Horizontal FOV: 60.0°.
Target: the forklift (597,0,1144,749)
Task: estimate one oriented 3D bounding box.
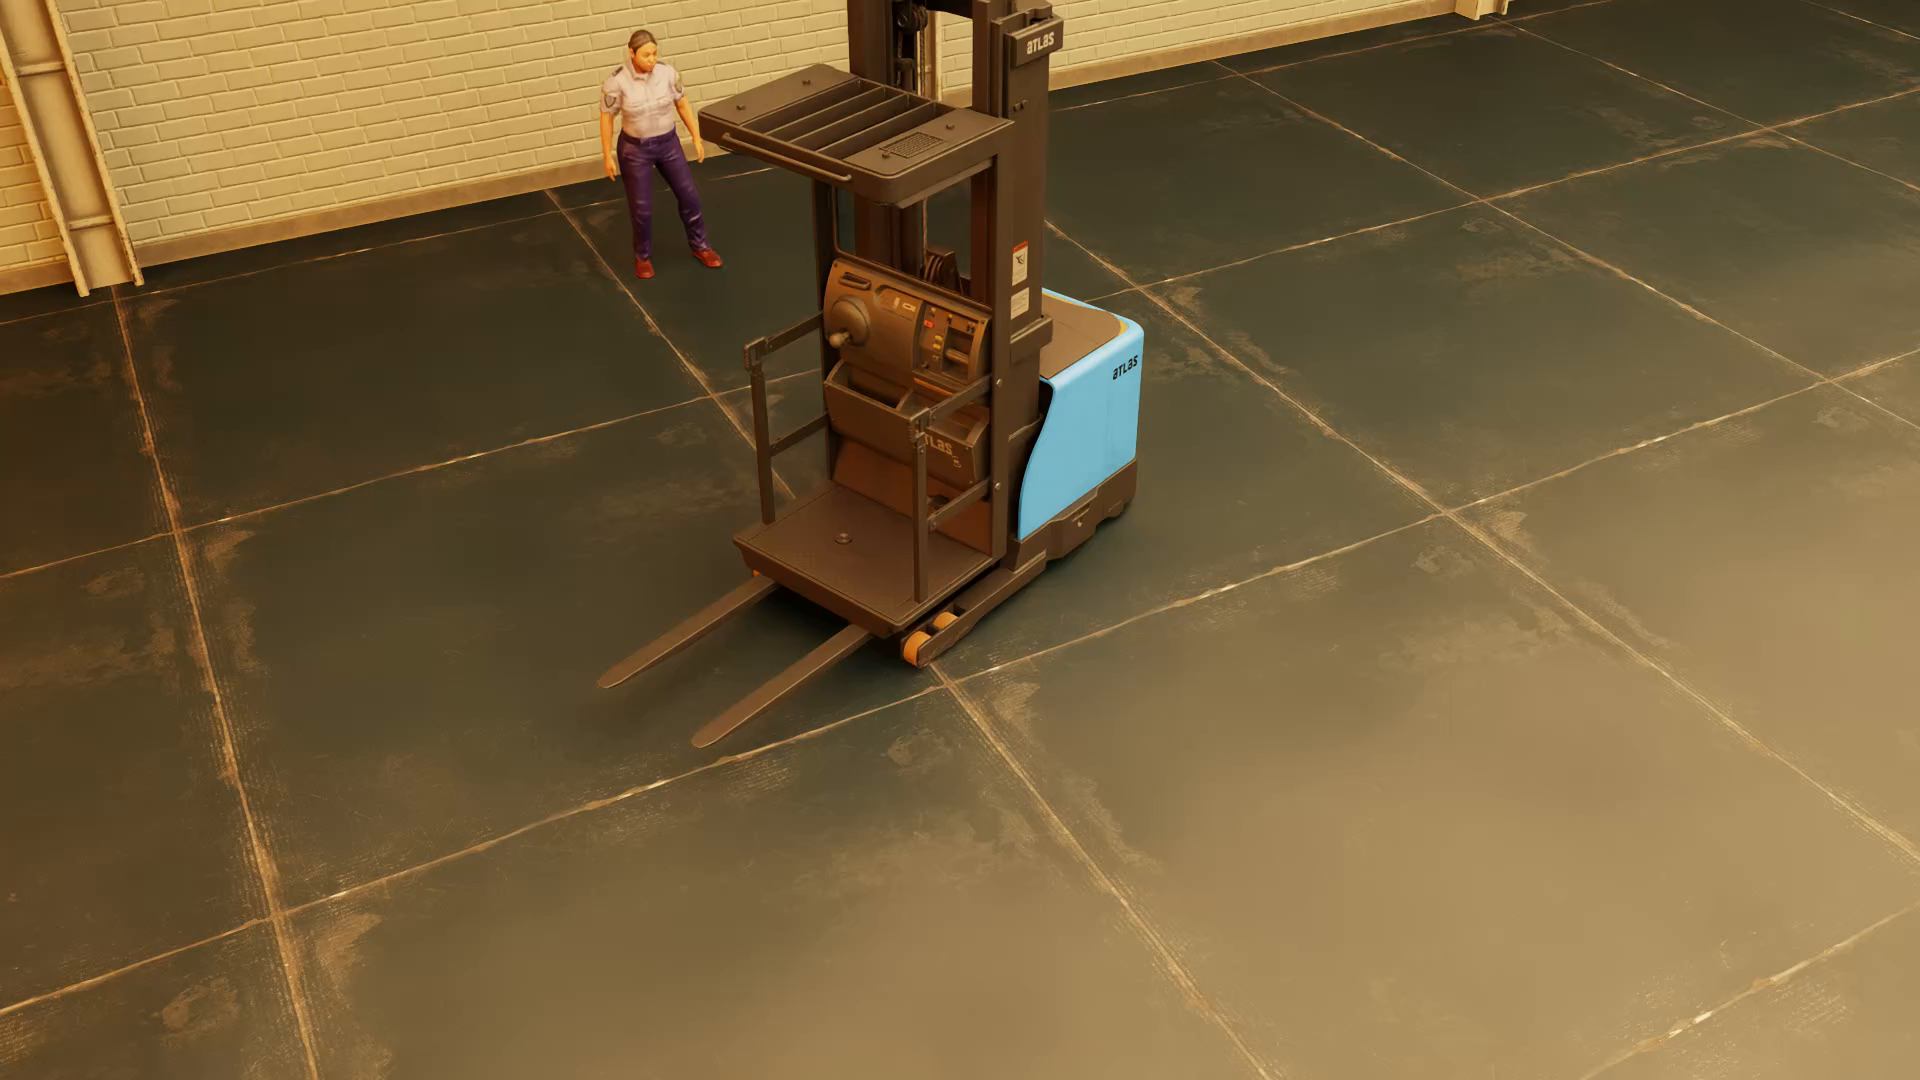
[{"bbox_3d":[-0.390,-0.927,7.434,1.130,2.935,3.031,26,43,31],"label":"forklift"}]

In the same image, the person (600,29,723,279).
[{"bbox_3d":[-1.979,-2.524,10.820,0.685,1.637,0.403,-18,39,-24],"label":"person"}]
